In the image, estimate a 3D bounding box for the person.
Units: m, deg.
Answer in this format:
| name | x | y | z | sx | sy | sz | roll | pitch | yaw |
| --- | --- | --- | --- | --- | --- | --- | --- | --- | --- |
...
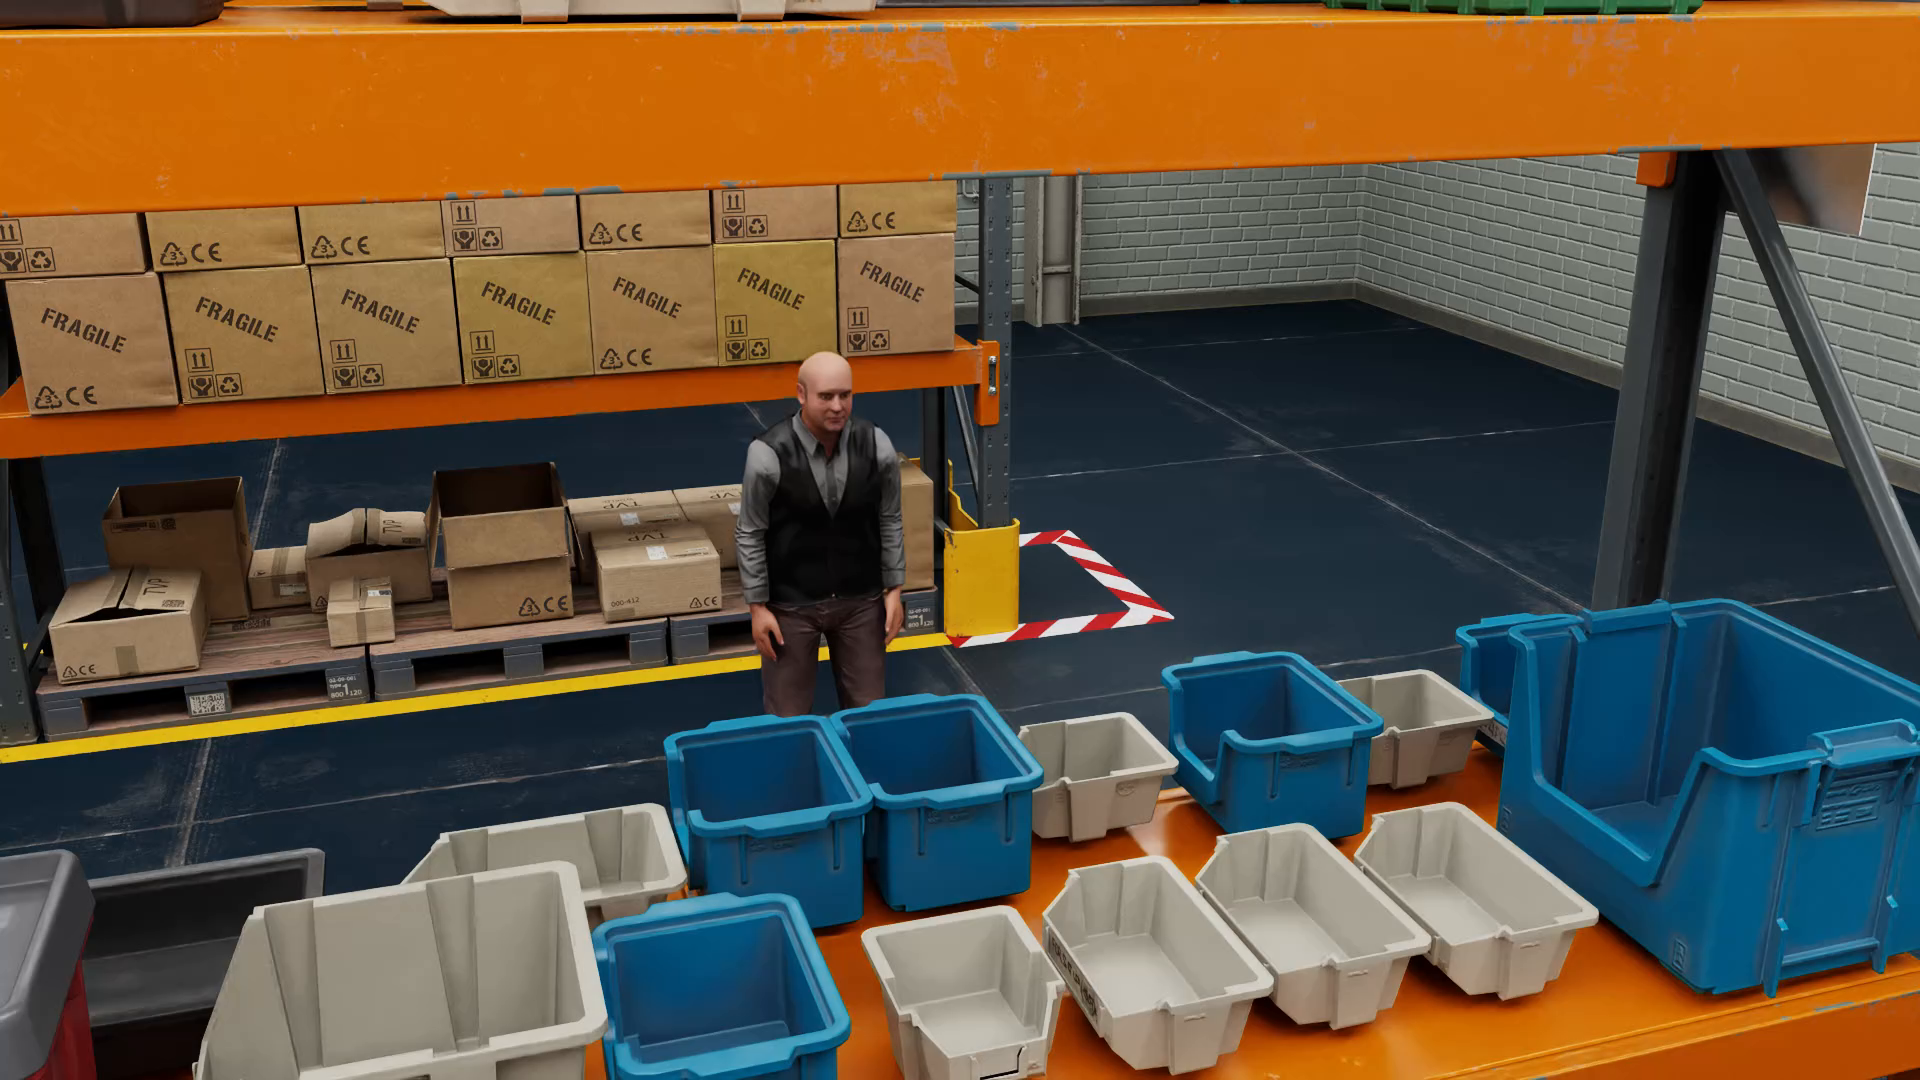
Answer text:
| name | x | y | z | sx | sy | sz | roll | pitch | yaw |
| --- | --- | --- | --- | --- | --- | --- | --- | --- | --- |
| person | -0.441 | 0.223 | 5.455 | 0.566 | 1.723 | 0.473 | -7 | 20 | -19 |
